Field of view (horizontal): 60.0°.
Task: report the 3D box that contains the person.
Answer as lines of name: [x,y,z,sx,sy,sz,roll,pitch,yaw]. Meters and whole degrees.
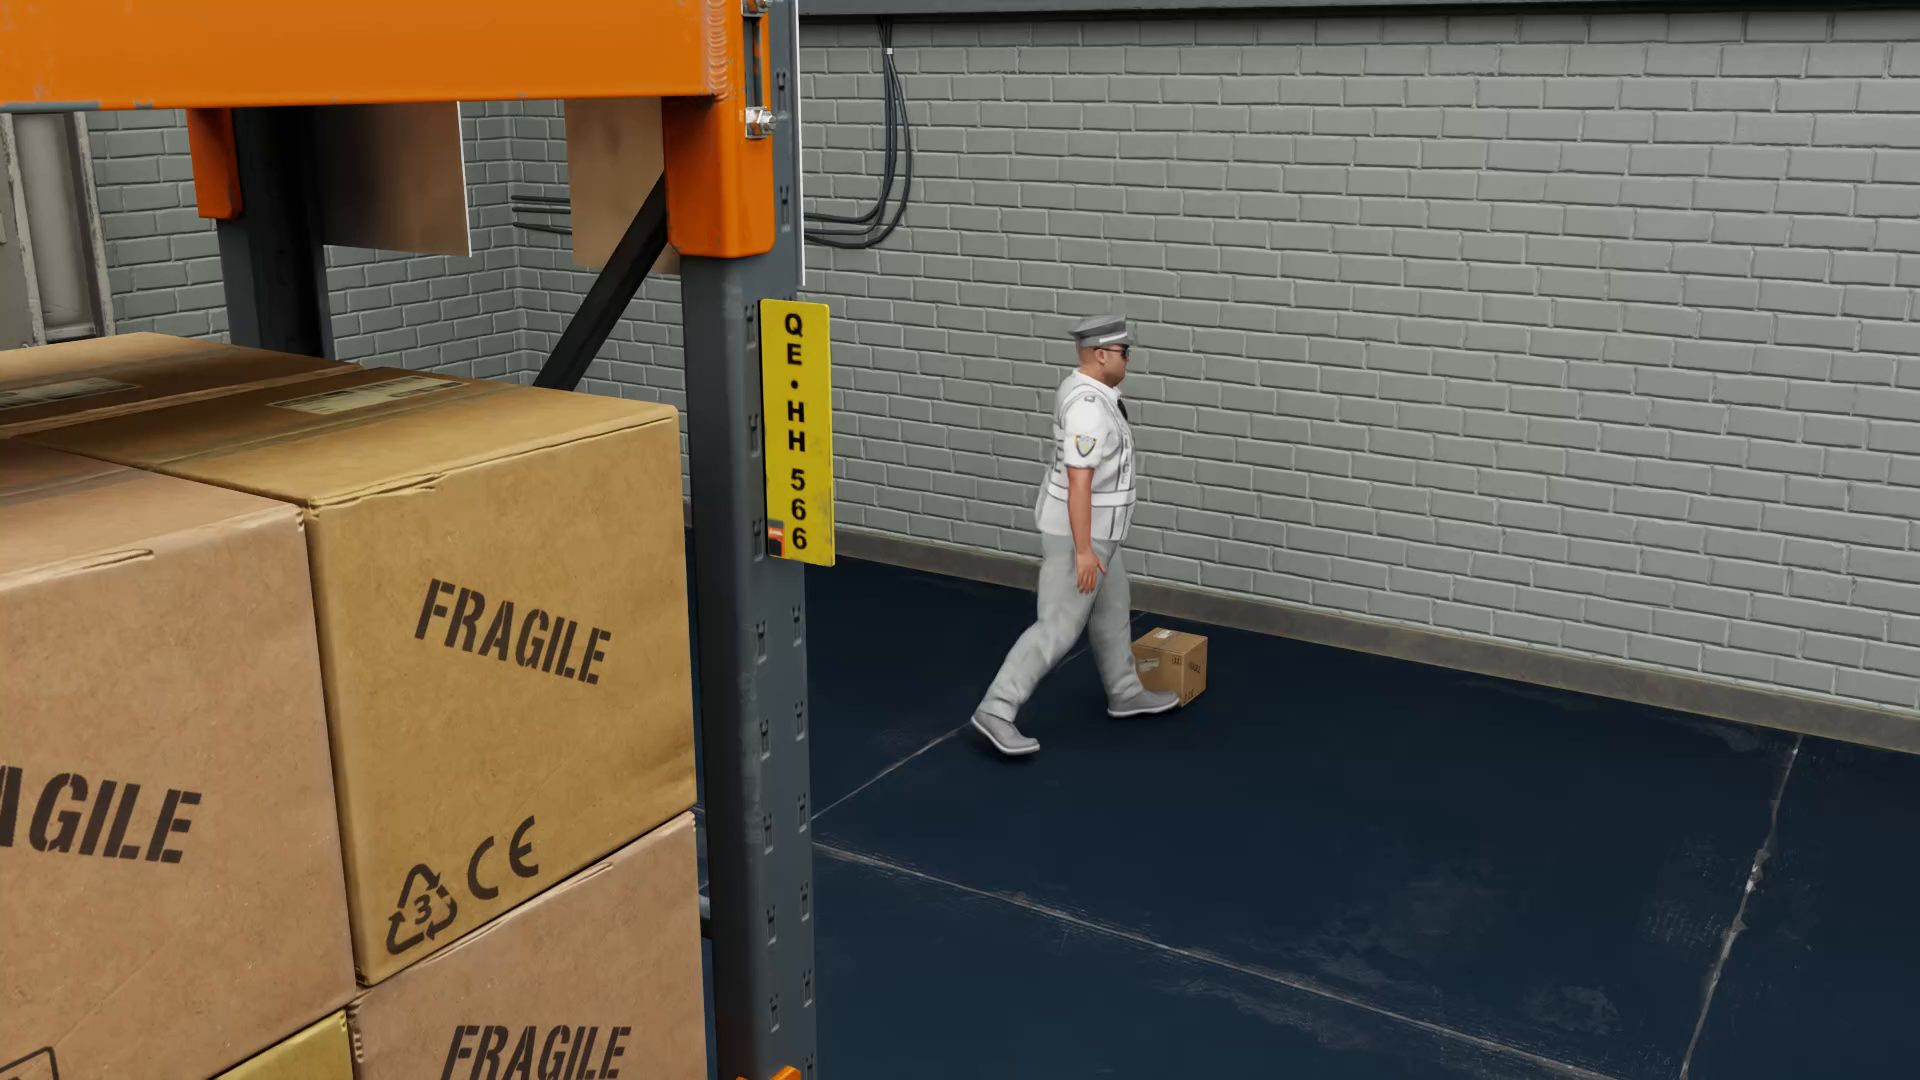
person: [0.490,-0.050,6.674,0.902,1.729,0.718,0,16,-1]
